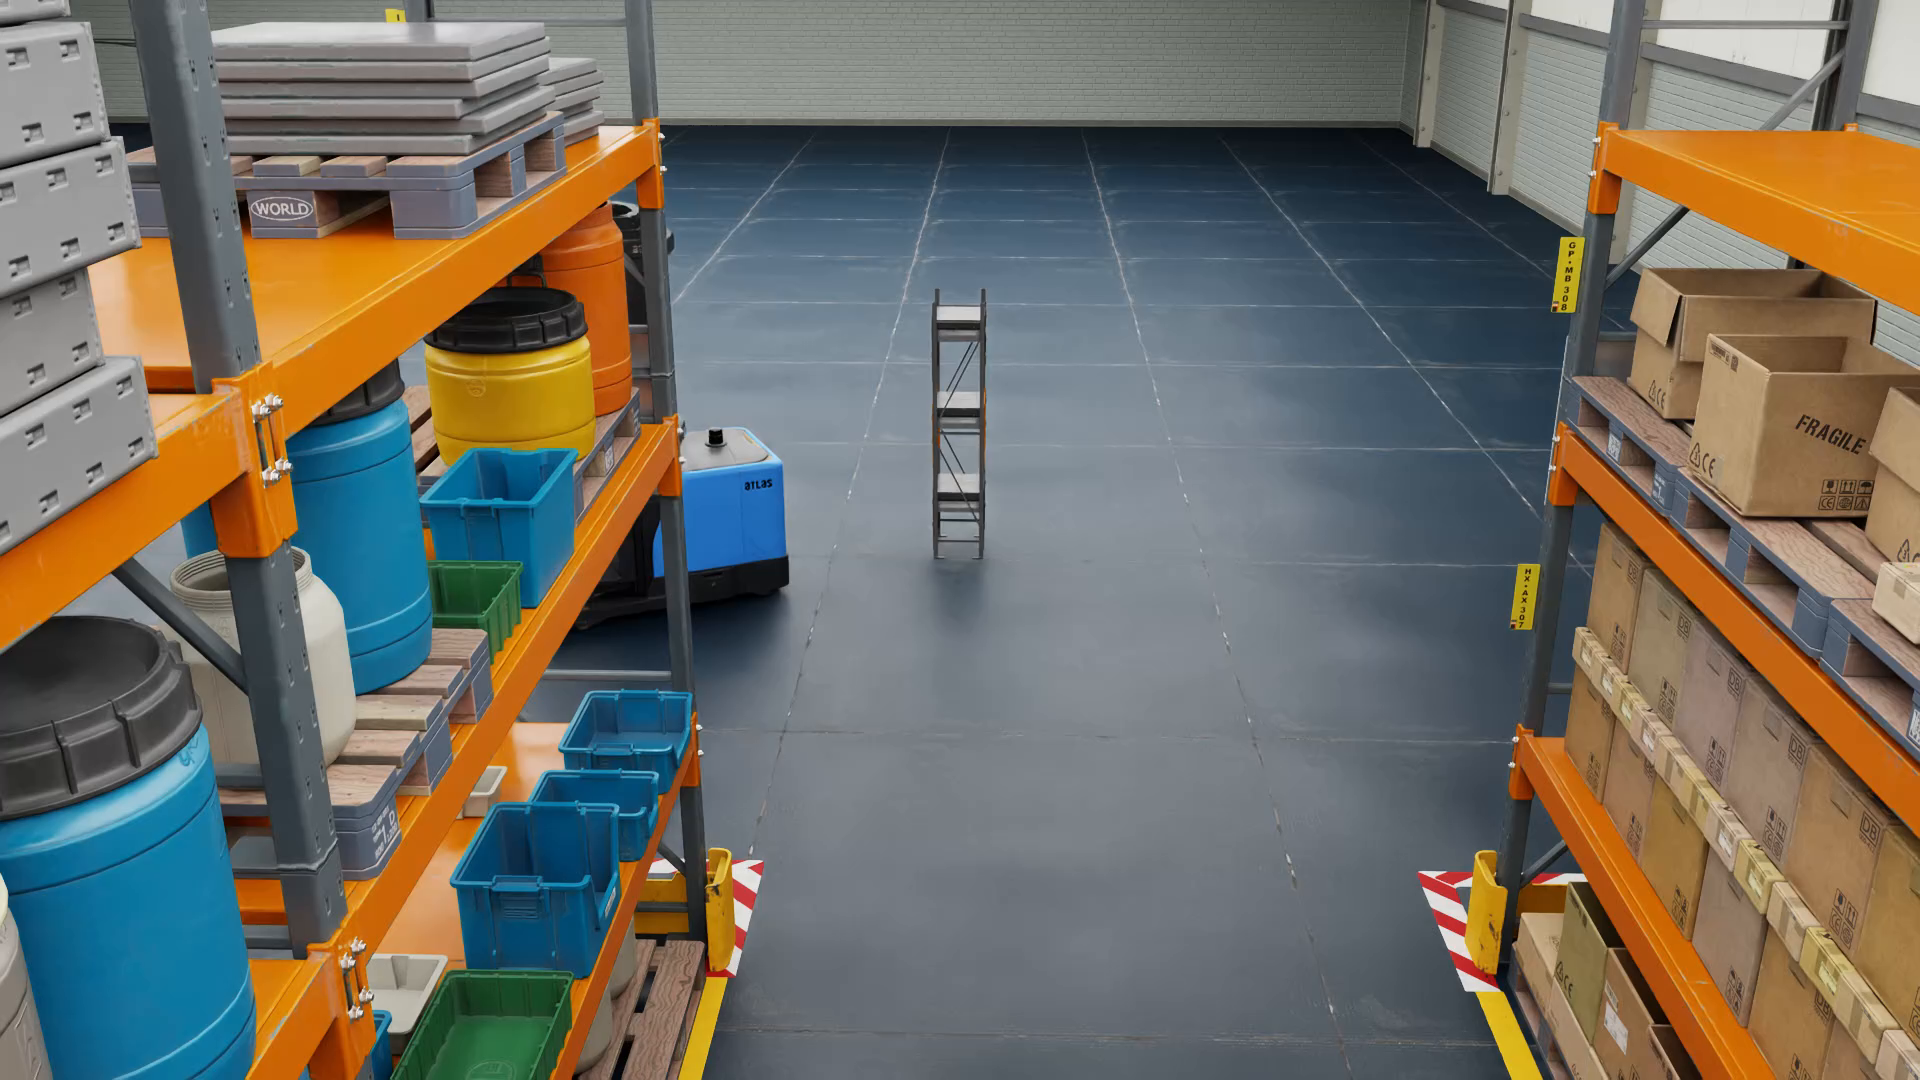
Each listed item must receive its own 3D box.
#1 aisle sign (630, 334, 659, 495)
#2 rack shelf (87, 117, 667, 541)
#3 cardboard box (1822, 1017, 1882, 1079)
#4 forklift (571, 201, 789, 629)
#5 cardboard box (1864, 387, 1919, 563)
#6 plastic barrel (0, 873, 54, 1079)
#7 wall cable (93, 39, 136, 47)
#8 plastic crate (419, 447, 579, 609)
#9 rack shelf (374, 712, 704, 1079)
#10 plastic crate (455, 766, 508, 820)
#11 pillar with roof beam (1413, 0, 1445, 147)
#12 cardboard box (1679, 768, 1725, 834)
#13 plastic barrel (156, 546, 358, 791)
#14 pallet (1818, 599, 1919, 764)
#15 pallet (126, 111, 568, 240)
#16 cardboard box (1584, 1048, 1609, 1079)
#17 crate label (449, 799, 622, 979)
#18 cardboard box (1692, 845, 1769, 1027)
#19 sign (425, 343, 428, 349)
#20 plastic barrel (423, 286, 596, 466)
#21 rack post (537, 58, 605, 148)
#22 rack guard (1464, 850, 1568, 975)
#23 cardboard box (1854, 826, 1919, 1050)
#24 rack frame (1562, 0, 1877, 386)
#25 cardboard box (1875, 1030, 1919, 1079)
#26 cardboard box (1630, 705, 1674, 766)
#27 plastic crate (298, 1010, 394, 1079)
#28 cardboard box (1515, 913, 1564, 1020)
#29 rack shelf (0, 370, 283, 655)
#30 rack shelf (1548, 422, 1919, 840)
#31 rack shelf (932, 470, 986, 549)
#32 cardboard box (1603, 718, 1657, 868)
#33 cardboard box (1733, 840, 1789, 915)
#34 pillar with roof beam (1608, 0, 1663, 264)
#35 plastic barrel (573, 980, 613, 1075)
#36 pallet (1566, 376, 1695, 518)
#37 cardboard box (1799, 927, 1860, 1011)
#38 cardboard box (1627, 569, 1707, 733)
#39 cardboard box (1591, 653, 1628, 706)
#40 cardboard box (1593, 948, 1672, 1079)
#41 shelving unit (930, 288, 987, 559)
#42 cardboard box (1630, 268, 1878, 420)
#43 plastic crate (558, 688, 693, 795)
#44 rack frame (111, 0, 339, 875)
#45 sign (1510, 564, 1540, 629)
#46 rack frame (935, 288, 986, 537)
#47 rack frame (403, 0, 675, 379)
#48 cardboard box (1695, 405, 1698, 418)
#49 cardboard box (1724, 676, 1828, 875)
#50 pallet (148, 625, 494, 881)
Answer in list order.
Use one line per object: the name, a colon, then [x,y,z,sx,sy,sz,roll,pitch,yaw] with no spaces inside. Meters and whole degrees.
aisle sign: [-1.484,-0.578,7.572,0.394,0.787,0.004,1,21,2]
rack shelf: [-1.844,-0.895,5.237,1.077,0.370,4.000,1,21,2]
cardboard box: [3.063,1.761,4.999,0.700,0.500,0.500,0,21,1]
forklift: [-2.874,-0.903,12.097,3.031,2.935,1.130,-9,23,-22]
cardboard box: [3.222,-0.143,4.980,0.797,0.503,0.637,3,21,8]
plastic barrel: [-1.724,0.894,2.533,0.600,0.901,0.600,0,21,0]
wall cable: [-20.199,-12.565,38.058,3.097,2.526,0.112,1,21,2]
plastic crate: [-1.541,-0.042,5.658,0.392,0.384,0.575,1,21,2]
rack shelf: [-1.844,1.715,6.250,1.077,0.370,4.000,1,21,2]
plastic crate: [-2.132,1.100,7.206,0.298,0.136,0.250,1,21,2]
pillar with roof beam: [5.572,-12.663,34.018,9.100,9.000,0.400,1,21,2]
cardboard box: [2.903,0.969,6.144,0.380,0.149,0.250,0,21,1]
plastic barrel: [-1.696,0.303,4.013,0.421,0.512,0.421,0,21,0]
pallet: [3.046,0.493,4.381,1.003,0.211,1.213,1,21,2]
pallet: [-1.873,-1.160,5.186,1.003,0.211,1.213,1,21,2]
cardboard box: [2.902,2.352,6.835,0.500,0.250,0.500,1,21,2]
crate label: [-1.569,1.309,6.254,0.502,0.435,0.616,1,21,2]
cardboard box: [3.096,1.394,5.944,0.700,0.500,0.500,1,21,3]
sign: [-2.333,-0.754,7.459,0.100,0.325,0.005,1,21,2]
plastic barrel: [-1.691,-0.612,6.265,0.600,0.588,0.600,0,21,0]
rack post: [-1.934,-1.635,6.288,0.937,0.300,0.954,3,21,7]
rack guard: [3.168,1.869,8.314,1.175,0.500,0.348,1,21,2]
cardboard box: [3.067,1.164,4.744,0.700,0.500,0.500,1,21,1]
rack frame: [3.167,-2.084,6.754,1.000,3.000,0.127,1,21,2]
cardboard box: [2.855,1.525,4.710,0.380,0.149,0.250,0,21,0]
cardboard box: [2.916,0.780,6.631,0.380,0.149,0.250,0,21,1]
plastic crate: [-2.143,1.769,5.322,0.499,0.251,0.616,1,21,2]
cardboard box: [2.929,1.990,7.767,0.500,0.250,0.500,1,21,2]
rack shelf: [-1.966,0.551,1.509,1.077,0.370,4.000,1,21,2]
rack shelf: [3.107,0.373,5.563,1.077,0.370,4.000,1,21,2]
rack shelf: [-0.005,-0.254,13.546,0.431,0.518,0.480,1,21,2]
cardboard box: [3.129,1.024,6.897,0.700,0.500,0.500,1,21,3]
cardboard box: [2.885,1.154,5.667,0.380,0.149,0.250,1,21,3]
pillar with roof beam: [5.207,-8.324,22.836,9.100,9.000,0.400,1,21,2]
plastic barrel: [-1.742,2.041,7.275,0.421,0.512,0.421,0,21,0]
pallet: [3.120,-0.389,6.655,1.003,0.211,1.213,1,21,2]
cardboard box: [2.873,1.341,5.184,0.380,0.149,0.250,1,21,1]
cardboard box: [3.128,0.439,6.612,0.700,0.500,0.500,0,21,0]
cardboard box: [2.935,0.598,7.098,0.380,0.149,0.250,0,21,0]
cardboard box: [2.913,2.002,6.699,0.500,0.500,0.500,1,21,2]
shelving unit: [-0.005,-0.919,13.288,0.431,2.100,0.503,1,21,2]
cardboard box: [3.146,-0.787,6.641,0.797,0.503,0.637,2,21,5]
plastic crate: [-1.500,0.910,7.535,0.499,0.251,0.616,1,21,2]
rack frame: [-1.905,-0.694,3.171,1.000,3.000,0.127,1,21,2]
sign: [2.613,0.264,7.690,0.100,0.325,0.005,1,21,2]
rack frame: [0.002,-1.007,13.516,0.400,2.100,0.015,1,21,2]
rack frame: [-1.783,-2.140,6.898,1.000,3.000,0.127,1,21,2]
cardboard box: [2.955,-0.406,6.150,0.380,0.149,0.250,1,21,2]
cardboard box: [3.099,0.802,5.676,0.700,0.500,0.500,1,21,2]
pallet: [-1.981,0.531,4.423,1.213,0.211,1.003,1,21,2]
